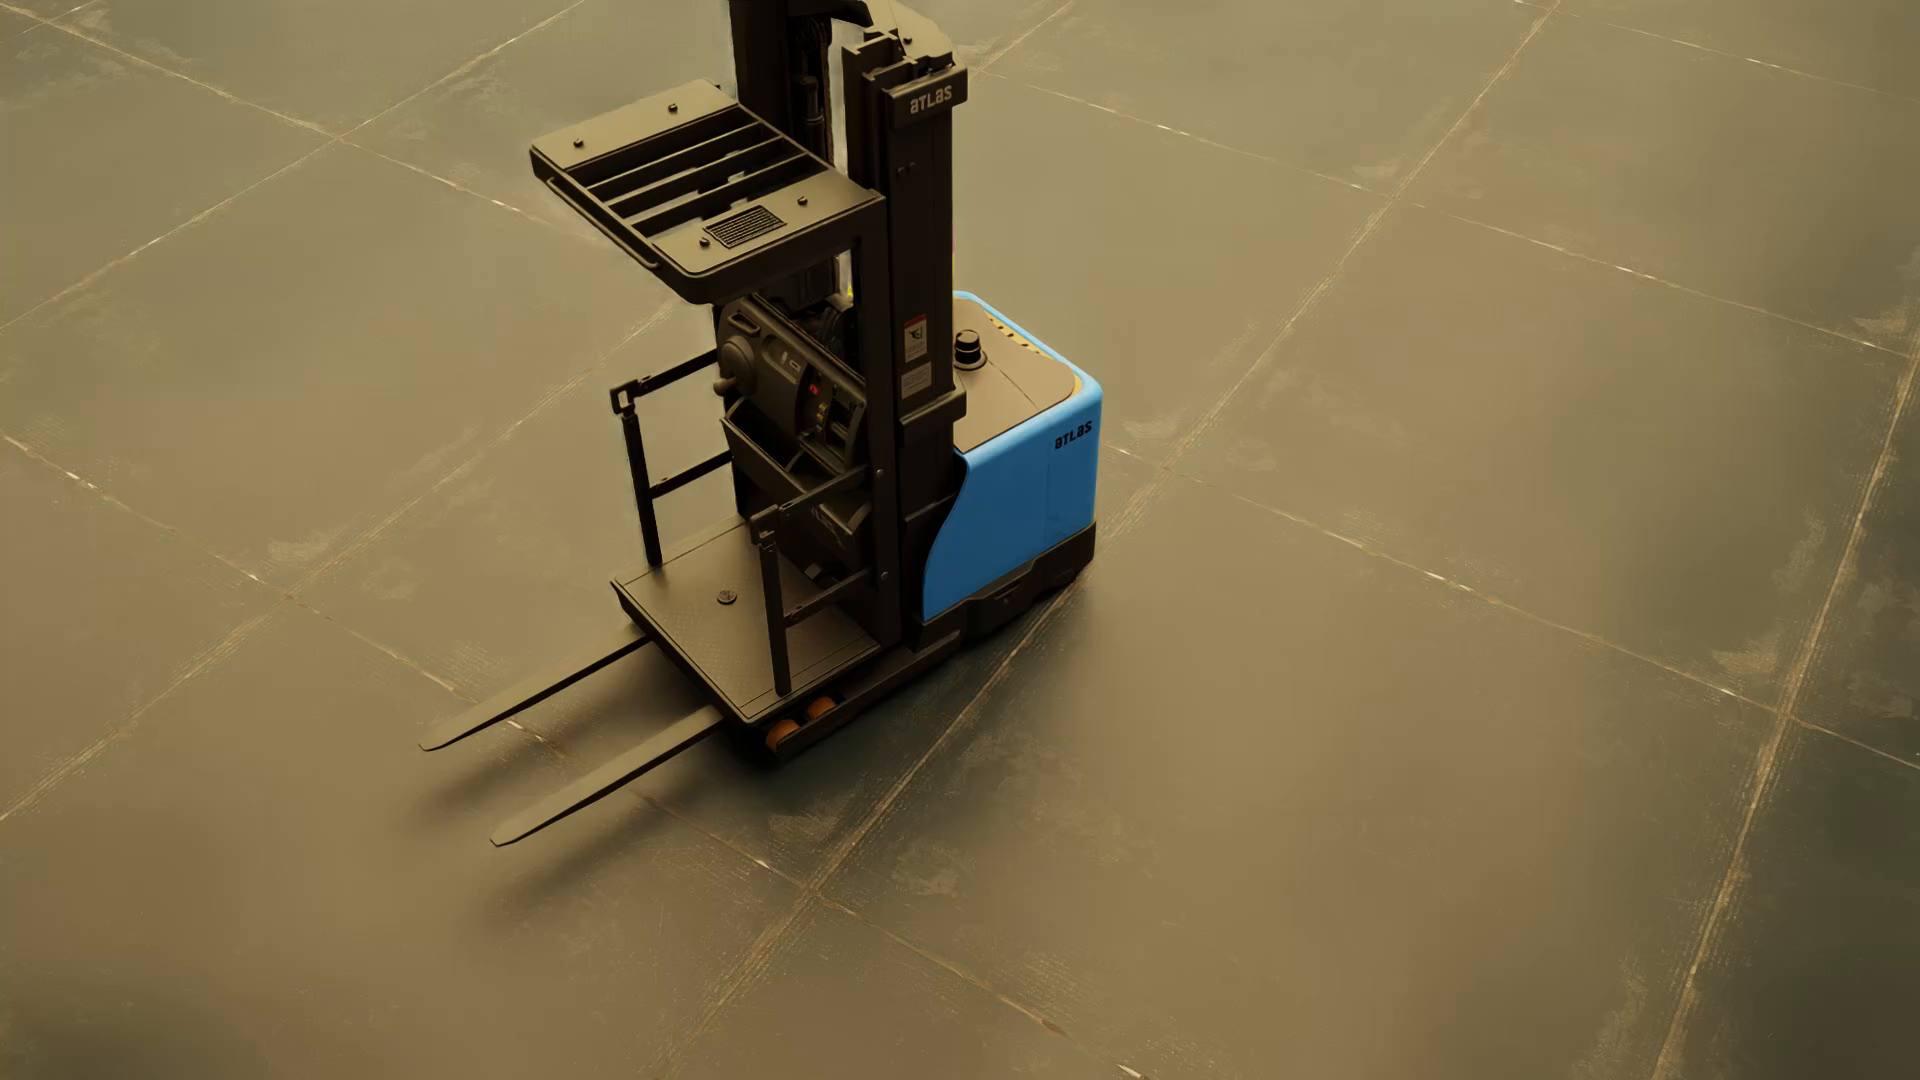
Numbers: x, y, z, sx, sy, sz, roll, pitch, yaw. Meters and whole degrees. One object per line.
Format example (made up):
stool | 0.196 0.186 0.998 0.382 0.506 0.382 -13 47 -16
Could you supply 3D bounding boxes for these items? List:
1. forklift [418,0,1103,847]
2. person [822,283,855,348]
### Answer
forklift | -0.830 -0.558 6.437 3.031 2.935 1.130 -29 51 -27
person | -0.617 -0.811 7.621 0.854 1.636 1.156 20 47 20
